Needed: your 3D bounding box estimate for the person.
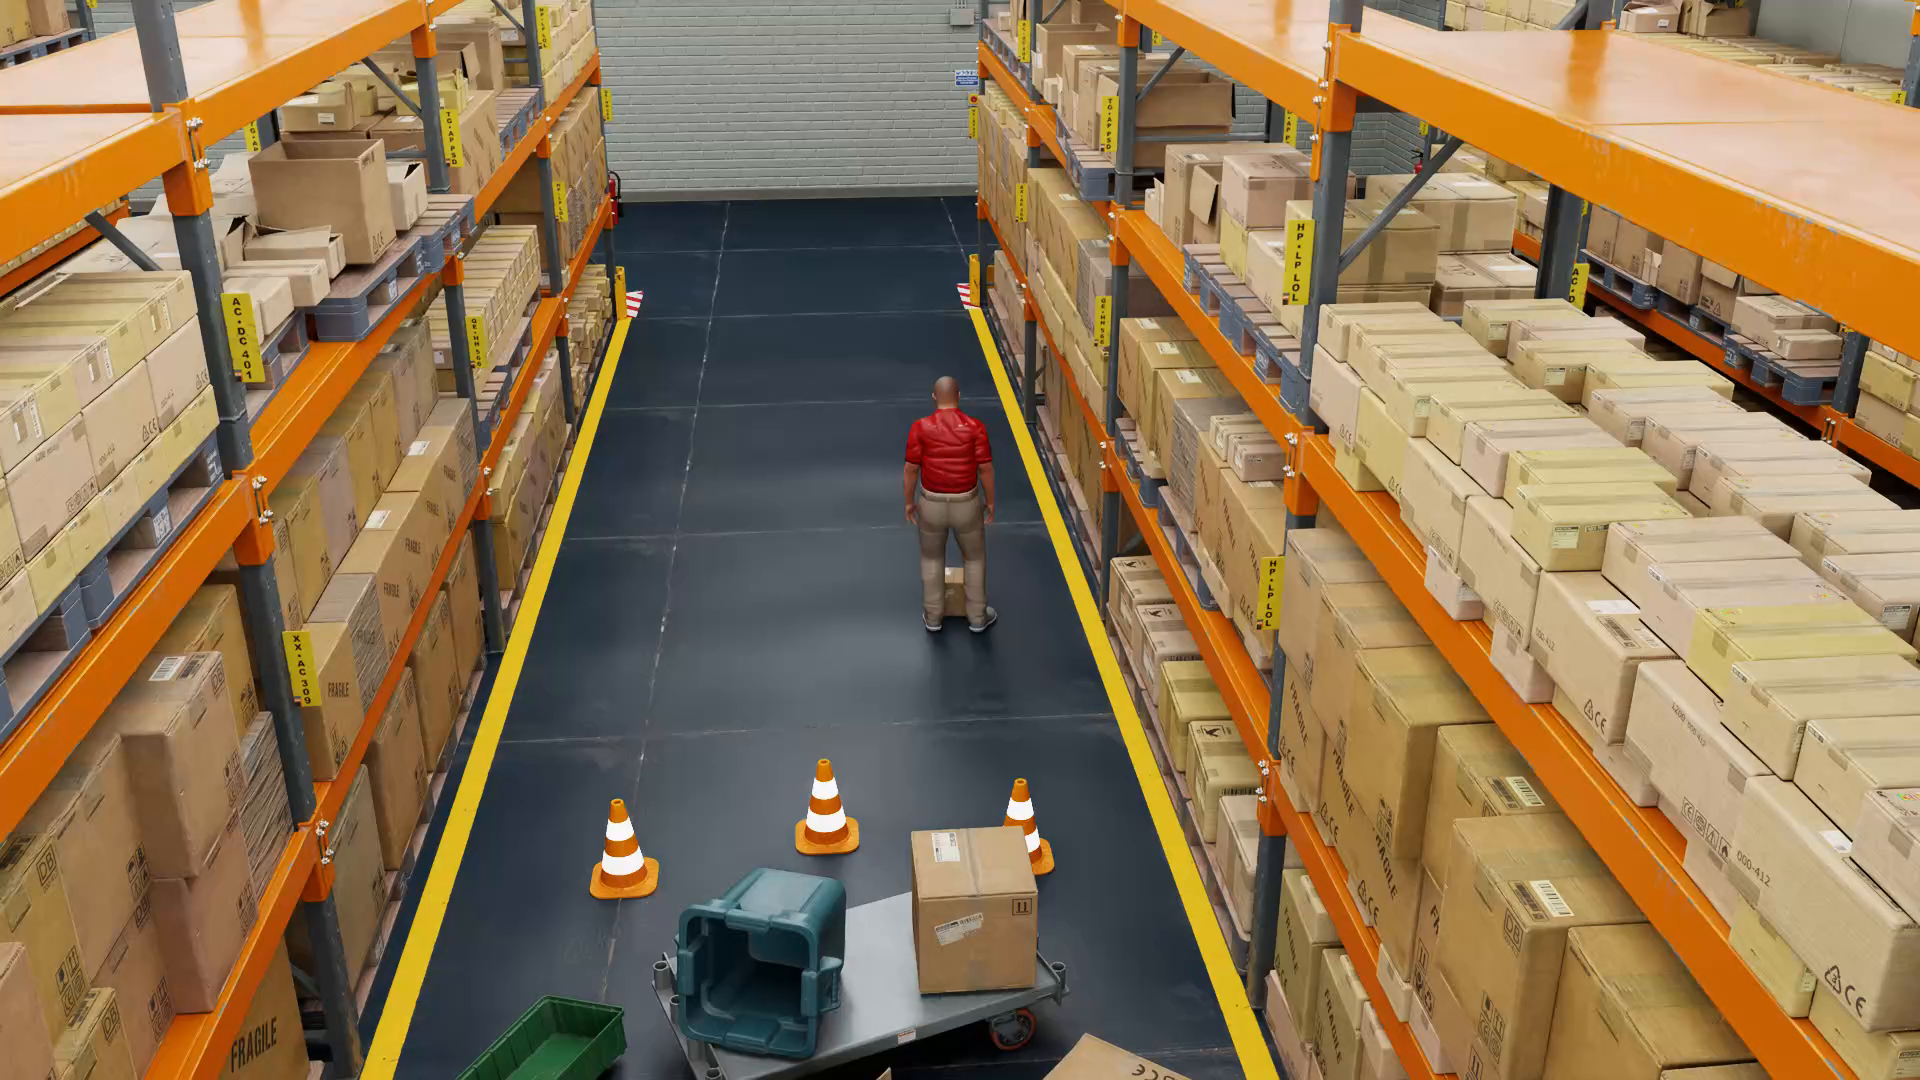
[{"bbox_3d":[-0.061,-0.224,10.854,0.606,1.728,0.387,1,24,3],"label":"person"}]
